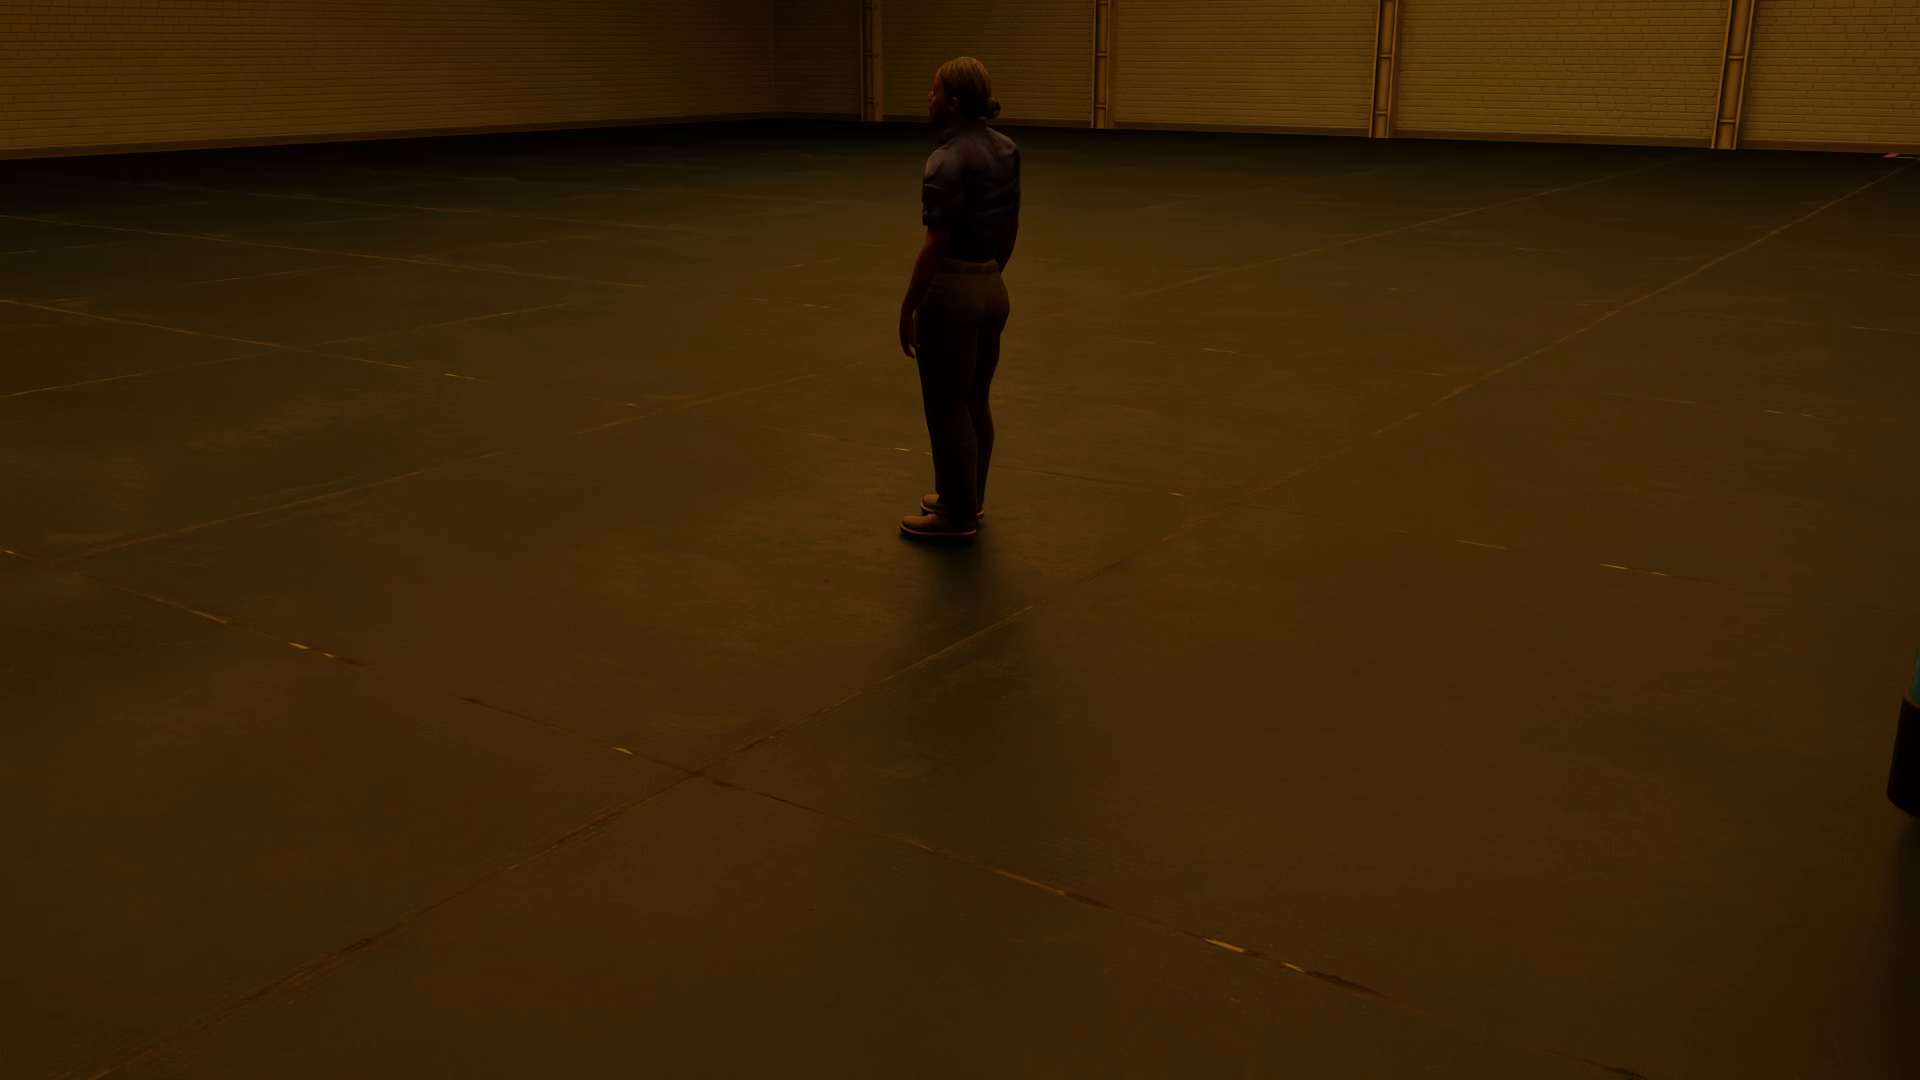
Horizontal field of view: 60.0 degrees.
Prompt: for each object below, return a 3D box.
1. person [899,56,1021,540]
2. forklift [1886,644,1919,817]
[{"bbox_3d":[-0.061,-0.818,5.773,0.504,1.654,0.569,11,20,33],"label":"person"},{"bbox_3d":[3.530,-0.569,2.737,3.031,2.935,1.130,14,22,39],"label":"forklift"}]
